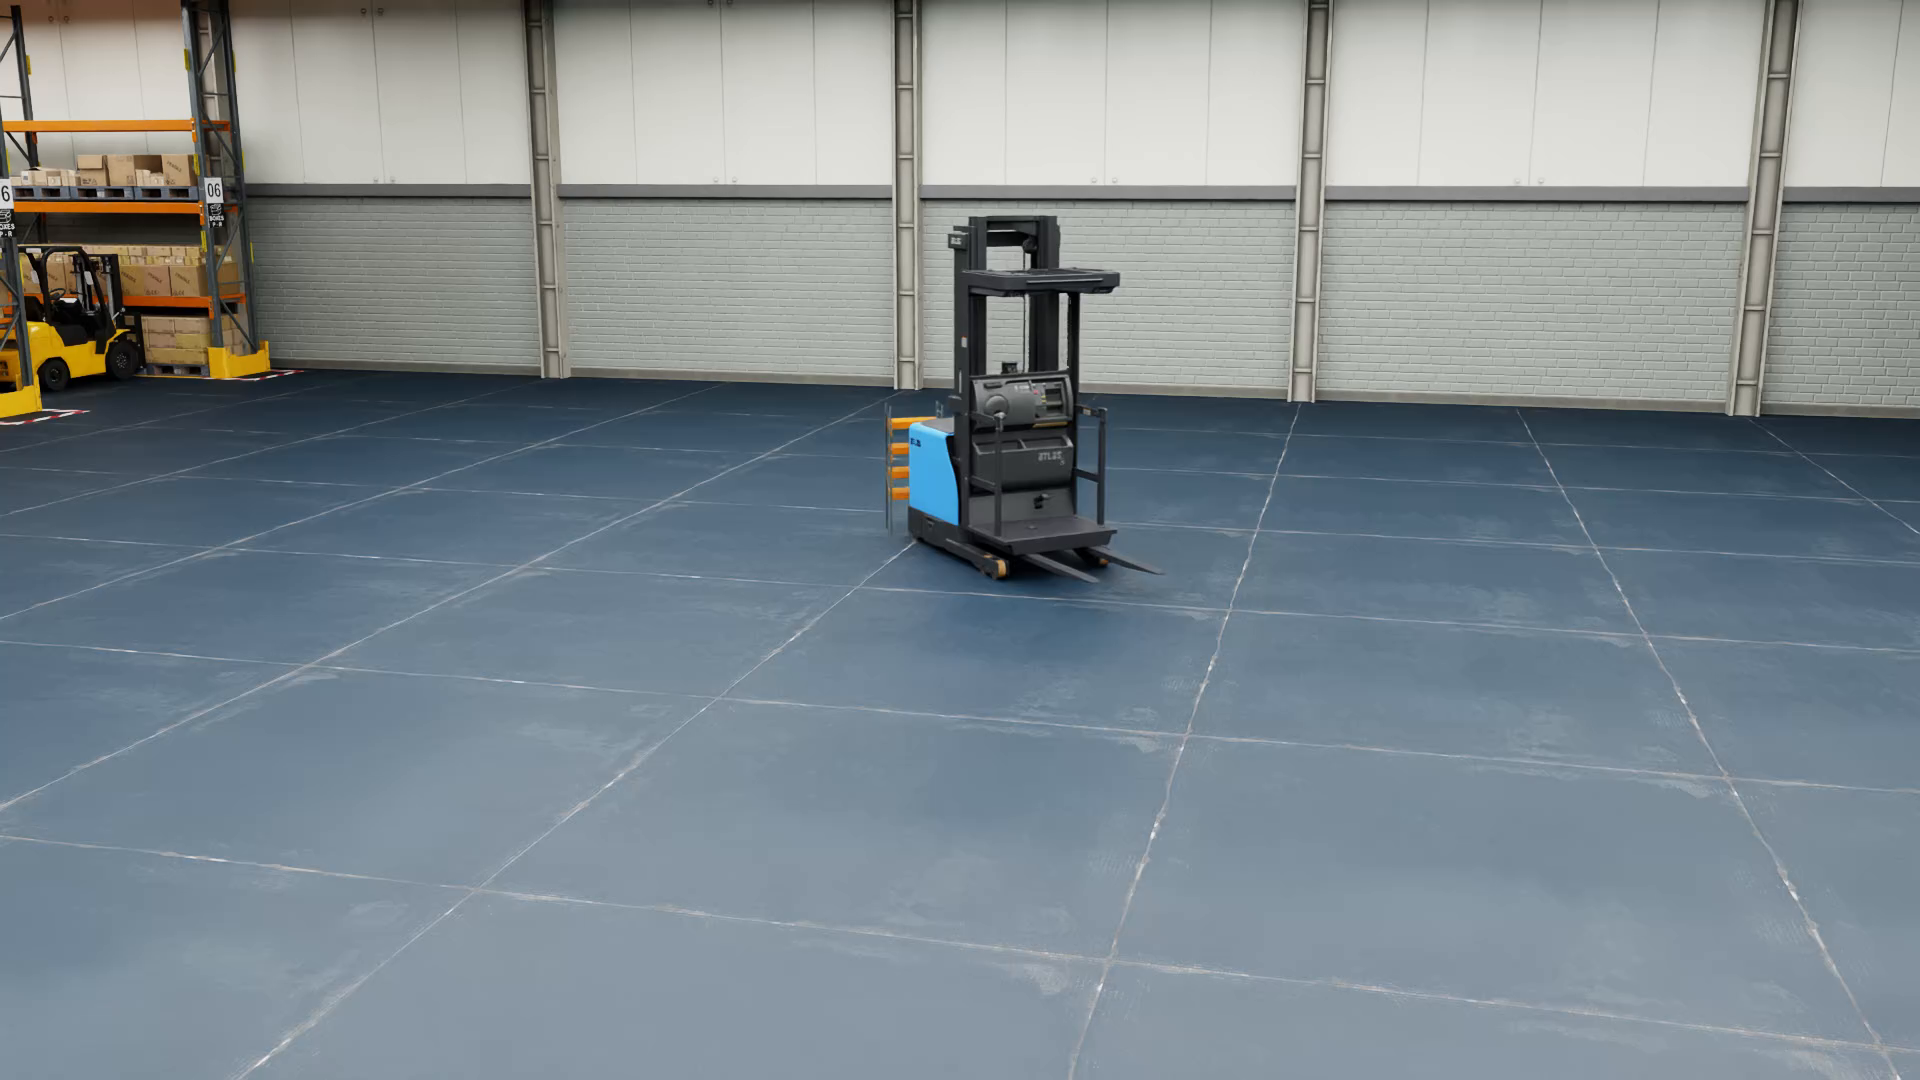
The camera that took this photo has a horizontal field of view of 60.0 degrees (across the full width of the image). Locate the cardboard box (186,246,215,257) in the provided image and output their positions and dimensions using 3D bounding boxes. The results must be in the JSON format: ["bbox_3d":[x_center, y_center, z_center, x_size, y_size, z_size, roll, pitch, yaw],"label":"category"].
[{"bbox_3d":[-12.386,-4.710,27.121,0.250,0.149,0.380,3,13,14],"label":"cardboard box"}]

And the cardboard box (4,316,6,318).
[{"bbox_3d":[-16.380,-3.503,28.609,0.625,0.625,0.875,4,13,16],"label":"cardboard box"}]

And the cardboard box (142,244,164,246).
[{"bbox_3d":[-13.498,-4.888,27.925,0.250,0.149,0.380,3,13,12],"label":"cardboard box"}]

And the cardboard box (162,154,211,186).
[{"bbox_3d":[-12.476,-5.964,26.831,0.500,0.500,0.500,3,13,15],"label":"cardboard box"}]

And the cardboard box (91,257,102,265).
[{"bbox_3d":[-14.128,-4.642,27.501,0.250,0.149,0.380,3,13,12],"label":"cardboard box"}]

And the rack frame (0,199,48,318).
[{"bbox_3d":[-15.871,-4.432,28.286,0.127,3.000,1.000,3,13,14],"label":"rack frame"}]

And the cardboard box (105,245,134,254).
[{"bbox_3d":[-13.876,-4.788,27.475,0.250,0.149,0.380,3,13,14],"label":"cardboard box"}]

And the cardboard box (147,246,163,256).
[{"bbox_3d":[-13.117,-4.752,27.314,0.250,0.149,0.380,3,13,14],"label":"cardboard box"}]

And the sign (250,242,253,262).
[{"bbox_3d":[-11.849,-4.802,27.773,0.005,0.325,0.100,3,13,14],"label":"sign"}]

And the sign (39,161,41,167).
[{"bbox_3d":[-15.740,-6.305,28.423,0.005,0.325,0.100,3,13,14],"label":"sign"}]

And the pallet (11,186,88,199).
[{"bbox_3d":[-15.037,-5.815,27.796,1.213,0.211,1.003,3,13,14],"label":"pallet"}]

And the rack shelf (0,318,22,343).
[{"bbox_3d":[-15.115,-2.933,23.191,4.000,0.370,1.077,3,13,14],"label":"rack shelf"}]

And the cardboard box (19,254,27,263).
[{"bbox_3d":[-15.625,-4.726,27.881,0.250,0.149,0.380,3,13,13],"label":"cardboard box"}]

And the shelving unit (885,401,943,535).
[{"bbox_3d":[-0.426,-0.669,15.480,0.503,1.200,0.258,-3,13,-13],"label":"shelving unit"}]

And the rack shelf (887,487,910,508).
[{"bbox_3d":[-0.426,-0.410,15.538,0.480,0.148,0.258,-3,13,-13],"label":"rack shelf"}]

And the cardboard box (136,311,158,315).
[{"bbox_3d":[-13.874,-3.722,28.153,0.500,0.250,0.500,3,13,12],"label":"cardboard box"}]

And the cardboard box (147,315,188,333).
[{"bbox_3d":[-13.006,-3.559,27.421,0.500,0.250,0.500,3,13,15],"label":"cardboard box"}]

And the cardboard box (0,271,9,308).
[{"bbox_3d":[-13.567,-3.458,22.976,0.500,0.500,0.500,3,13,13],"label":"cardboard box"}]

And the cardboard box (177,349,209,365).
[{"bbox_3d":[-12.519,-3.045,27.413,0.500,0.250,0.500,3,13,14],"label":"cardboard box"}]

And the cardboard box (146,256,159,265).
[{"bbox_3d":[-13.122,-4.598,27.304,0.250,0.149,0.380,3,13,13],"label":"cardboard box"}]

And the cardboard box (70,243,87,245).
[{"bbox_3d":[-14.995,-4.957,28.237,0.250,0.149,0.380,3,13,13],"label":"cardboard box"}]

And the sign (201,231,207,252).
[{"bbox_3d":[-12.131,-4.792,26.688,0.005,0.325,0.100,3,13,14],"label":"sign"}]

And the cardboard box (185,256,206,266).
[{"bbox_3d":[-12.391,-4.549,27.085,0.250,0.149,0.380,3,13,14],"label":"cardboard box"}]

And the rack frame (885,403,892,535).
[{"bbox_3d":[-0.663,-0.657,15.424,0.015,1.200,0.240,-3,13,-13],"label":"rack frame"}]

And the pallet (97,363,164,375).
[{"bbox_3d":[-13.921,-2.958,28.079,1.213,0.211,1.003,3,13,14],"label":"pallet"}]

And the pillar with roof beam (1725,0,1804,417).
[{"bbox_3d":[9.822,-5.228,18.024,0.400,9.000,9.100,3,13,14],"label":"pillar with roof beam"}]

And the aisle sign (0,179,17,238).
[{"bbox_3d":[-13.039,-4.512,22.643,0.004,0.787,0.394,3,13,14],"label":"aisle sign"}]

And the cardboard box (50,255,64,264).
[{"bbox_3d":[-14.891,-4.677,27.660,0.250,0.149,0.380,3,13,15],"label":"cardboard box"}]

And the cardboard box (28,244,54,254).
[{"bbox_3d":[-15.353,-4.873,27.858,0.250,0.149,0.380,3,13,14],"label":"cardboard box"}]

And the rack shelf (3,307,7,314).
[{"bbox_3d":[-17.813,-4.185,28.832,4.000,0.370,1.077,3,13,14],"label":"rack shelf"}]

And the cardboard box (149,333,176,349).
[{"bbox_3d":[-13.019,-3.319,27.494,0.500,0.250,0.500,3,13,13],"label":"cardboard box"}]

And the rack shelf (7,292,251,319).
[{"bbox_3d":[-13.929,-3.977,27.896,4.000,0.370,1.077,3,13,14],"label":"rack shelf"}]

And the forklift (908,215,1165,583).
[{"bbox_3d":[0.634,-1.214,13.940,1.130,2.935,3.031,-6,14,-26],"label":"forklift"}]

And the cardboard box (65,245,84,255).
[{"bbox_3d":[-14.624,-4.815,27.598,0.250,0.149,0.380,3,13,13],"label":"cardboard box"}]

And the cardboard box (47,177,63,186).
[{"bbox_3d":[-14.762,-5.901,27.360,0.250,0.149,0.380,3,13,15],"label":"cardboard box"}]

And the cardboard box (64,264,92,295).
[{"bbox_3d":[-14.501,-4.354,27.701,0.500,0.500,0.500,3,13,13],"label":"cardboard box"}]

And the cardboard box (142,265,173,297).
[{"bbox_3d":[-13.030,-4.273,27.336,0.500,0.500,0.500,3,13,15],"label":"cardboard box"}]

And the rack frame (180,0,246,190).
[{"bbox_3d":[-11.988,-7.154,26.701,0.127,3.000,1.000,3,13,14],"label":"rack frame"}]

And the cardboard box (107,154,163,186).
[{"bbox_3d":[-13.446,-6.038,27.165,0.500,0.500,0.700,3,13,14],"label":"cardboard box"}]

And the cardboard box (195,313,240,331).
[{"bbox_3d":[-12.409,-3.640,27.786,0.500,0.250,0.500,3,13,13],"label":"cardboard box"}]

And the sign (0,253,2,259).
[{"bbox_3d":[-15.992,-4.844,27.653,0.005,0.325,0.100,3,13,14],"label":"sign"}]
